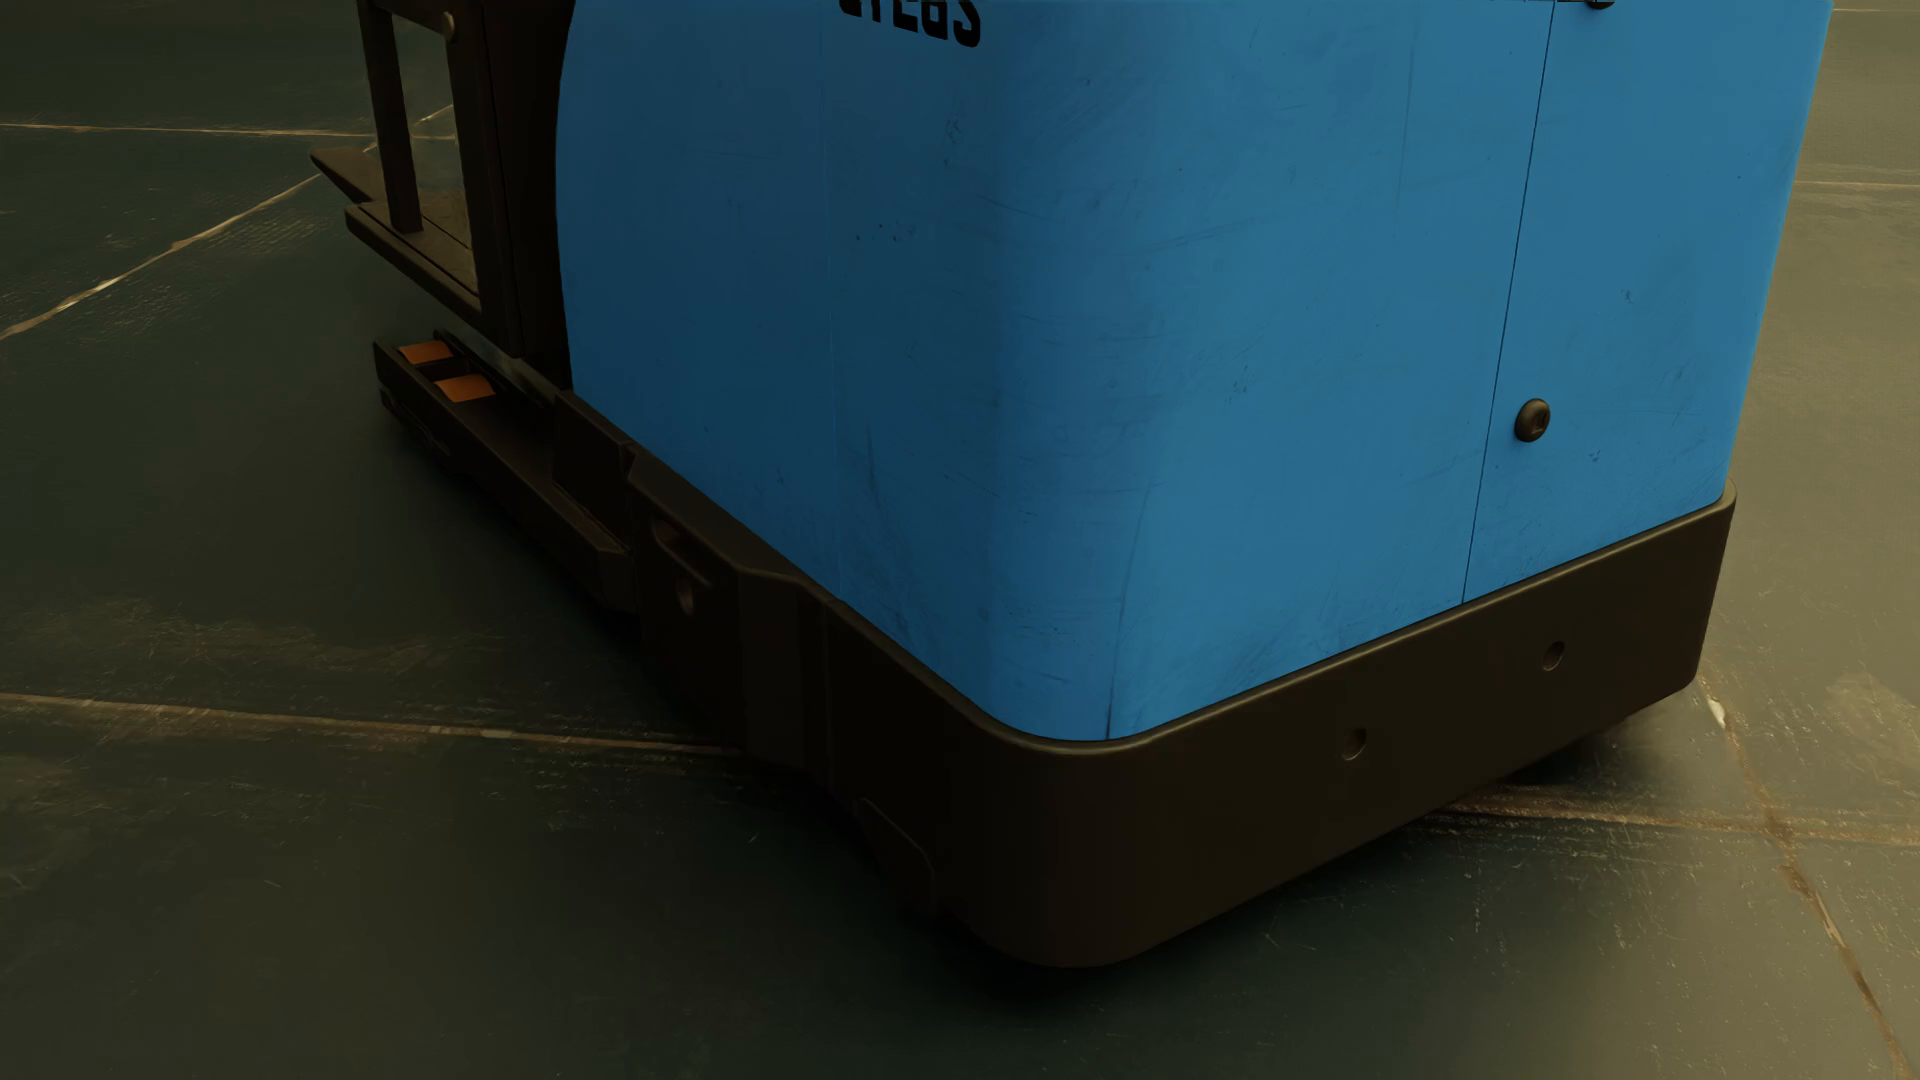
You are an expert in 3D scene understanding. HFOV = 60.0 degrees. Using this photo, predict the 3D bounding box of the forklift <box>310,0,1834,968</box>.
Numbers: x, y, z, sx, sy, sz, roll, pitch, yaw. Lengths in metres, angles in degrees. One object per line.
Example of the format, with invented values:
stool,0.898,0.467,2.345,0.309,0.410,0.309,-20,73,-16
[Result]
forklift,-0.341,-1.521,2.266,1.130,2.935,3.031,-17,31,-30
